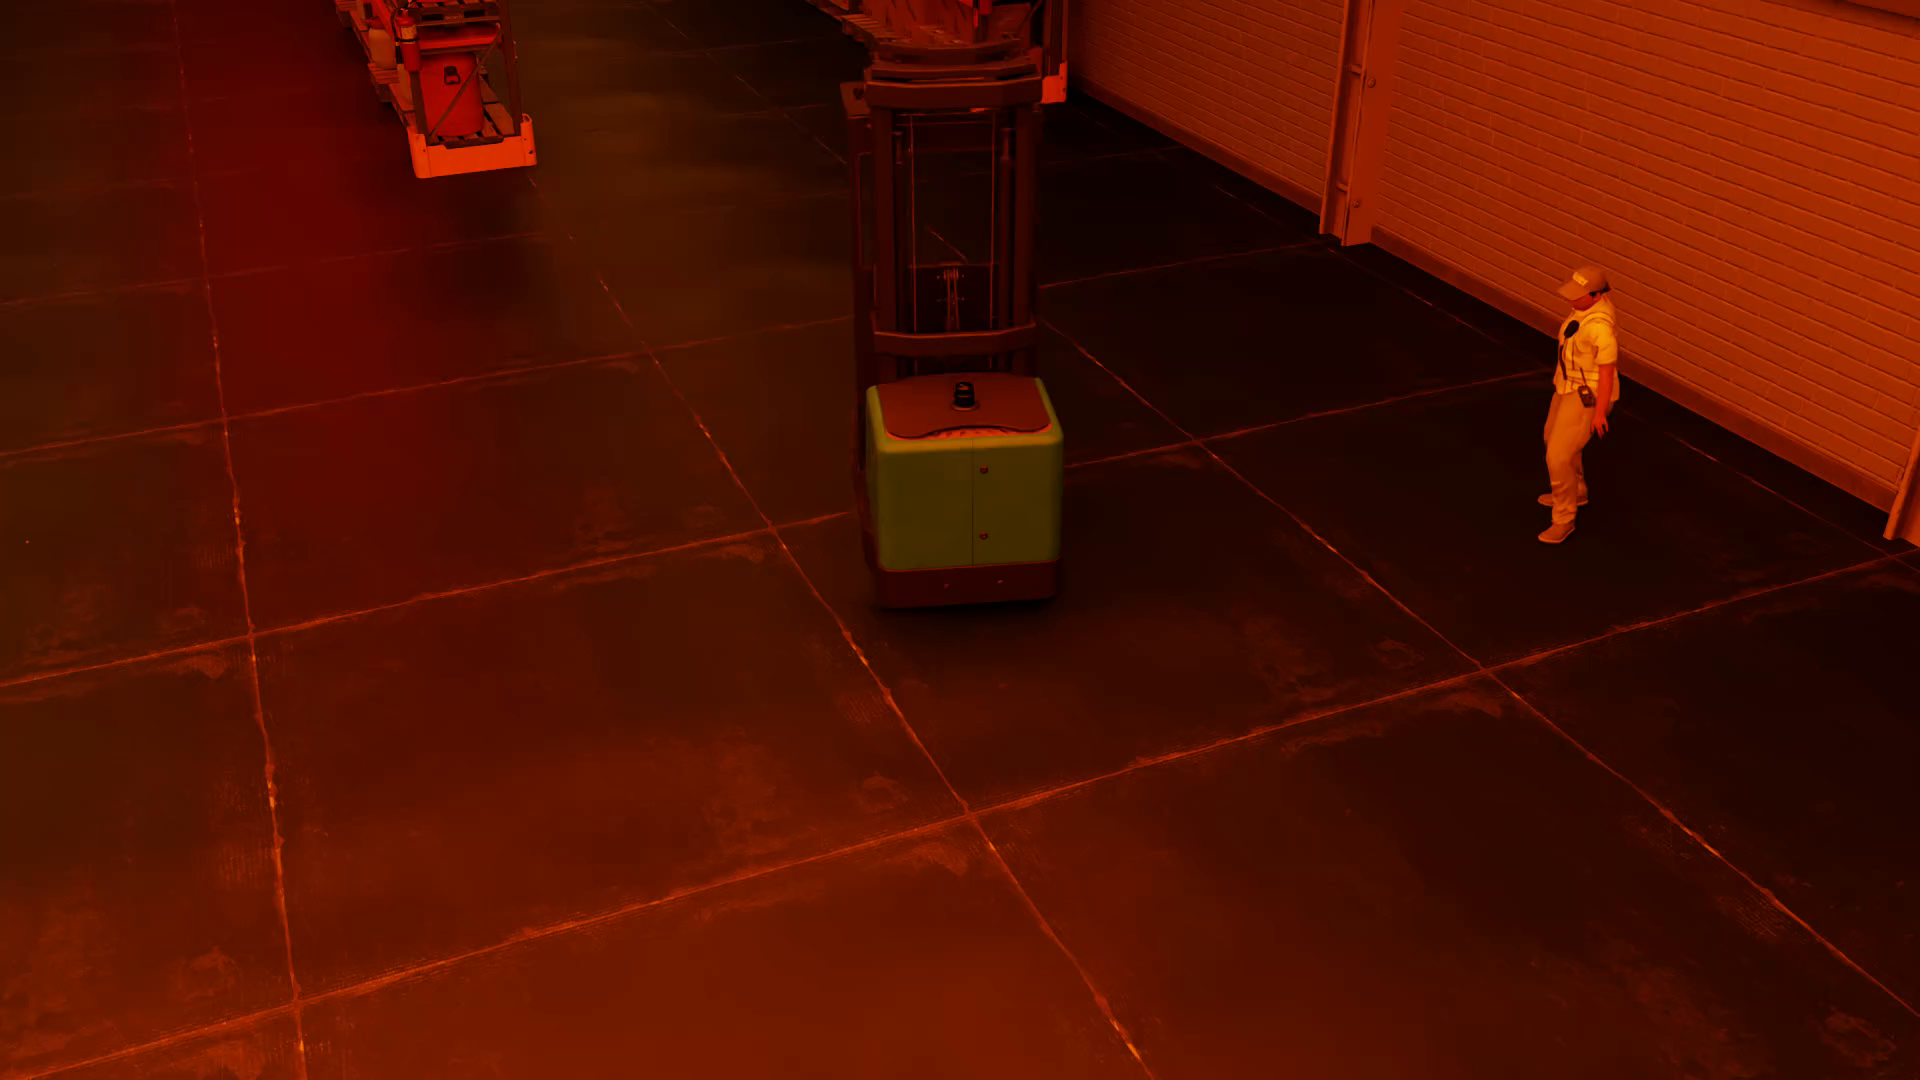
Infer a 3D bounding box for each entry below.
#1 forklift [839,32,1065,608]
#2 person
[{"bbox_3d":[-0.116,-1.601,9.920,1.130,2.935,3.031,-4,30,-6],"label":"forklift"},{"bbox_3d":[3.690,-0.860,9.952,0.468,1.635,0.822,4,30,8],"label":"person"}]
